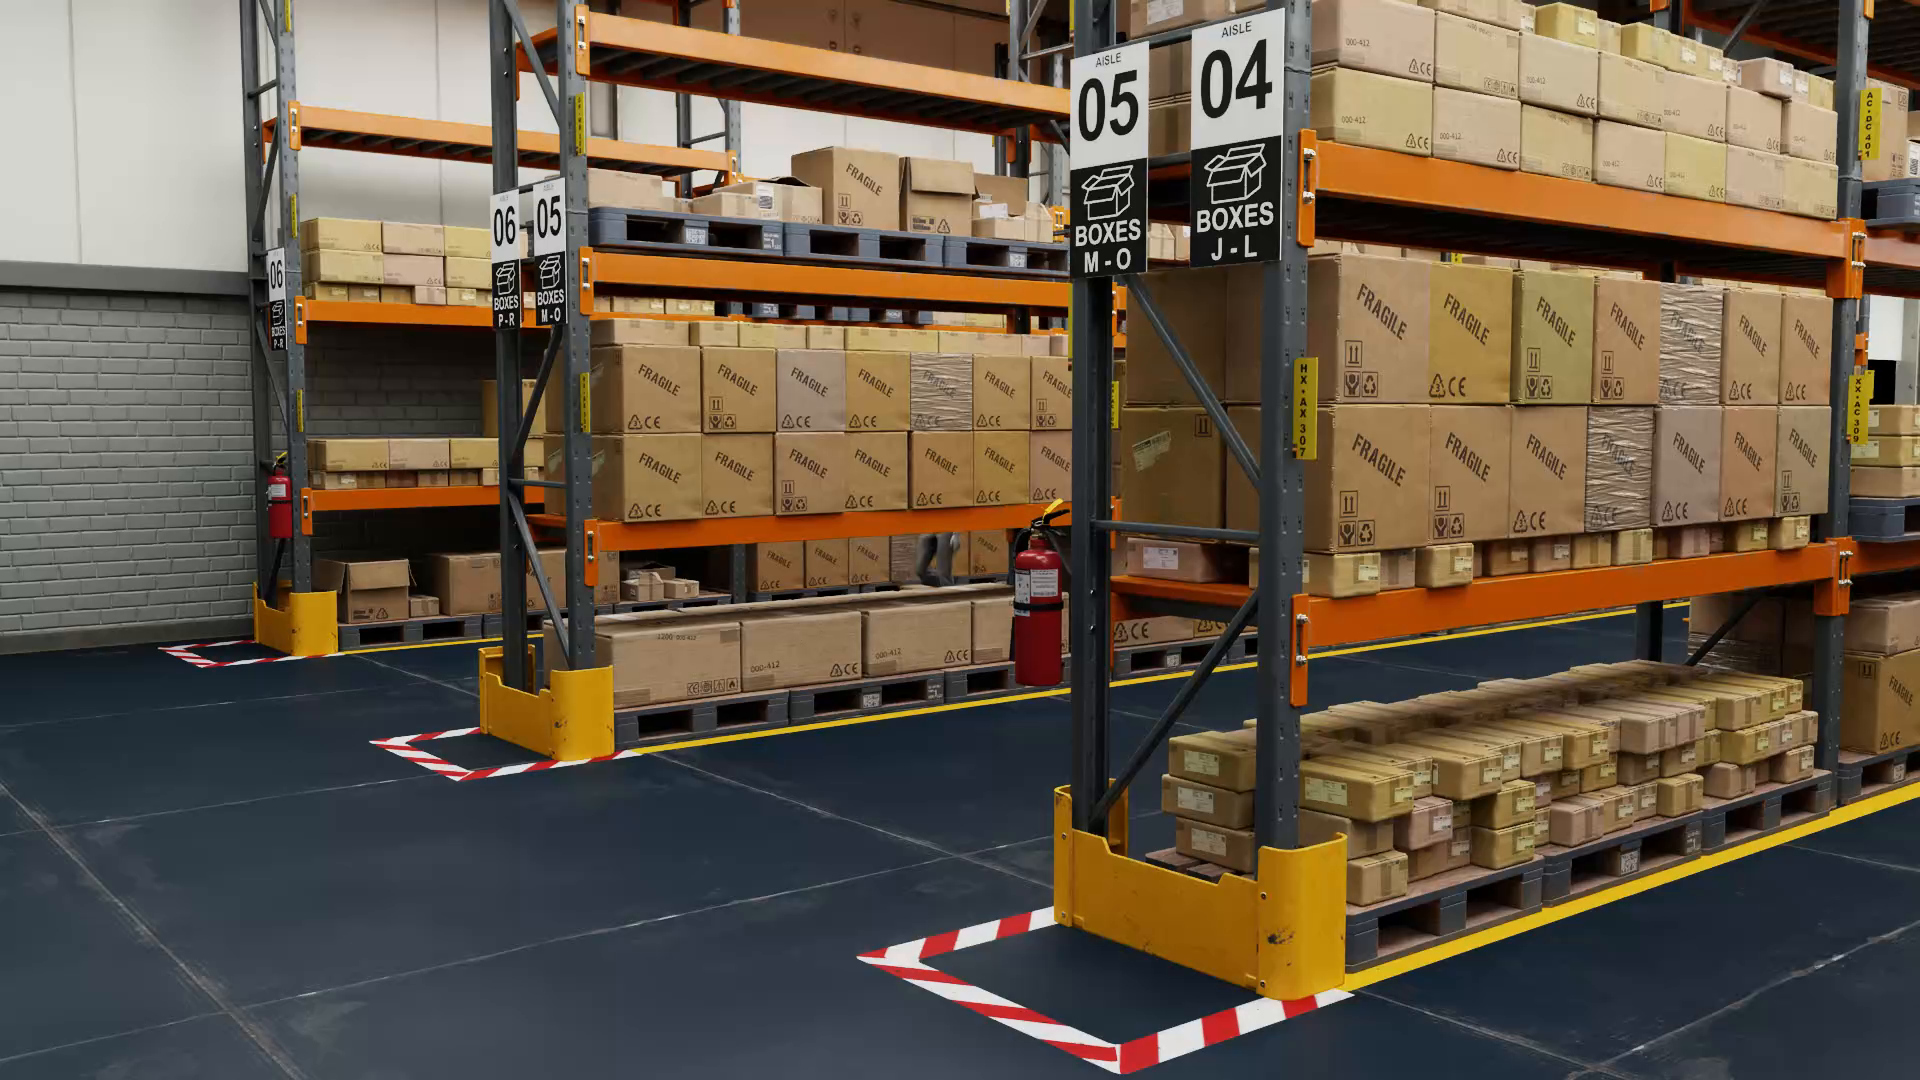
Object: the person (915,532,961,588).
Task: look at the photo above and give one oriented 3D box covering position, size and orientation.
[{"bbox_3d":[3.956,-0.284,14.388,7.393,2.202,5.191,4,6,44],"label":"person"}]
